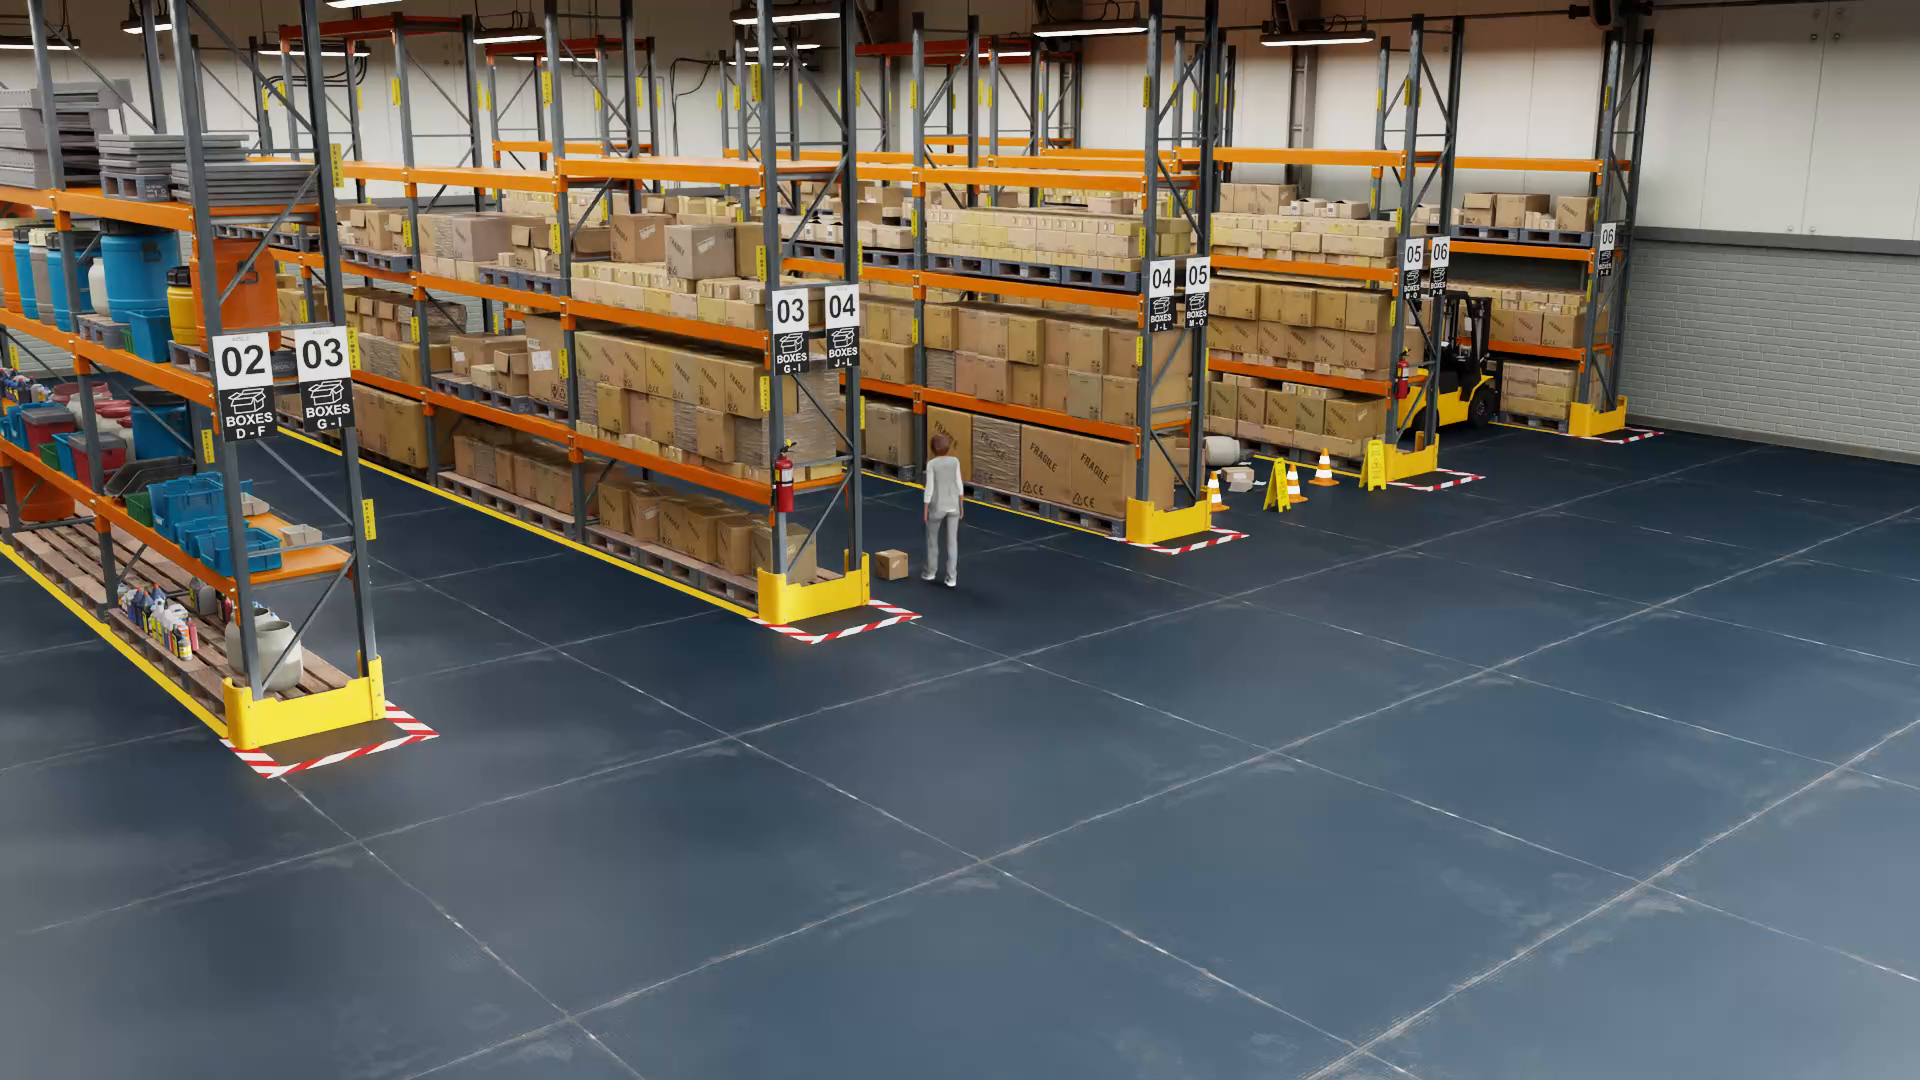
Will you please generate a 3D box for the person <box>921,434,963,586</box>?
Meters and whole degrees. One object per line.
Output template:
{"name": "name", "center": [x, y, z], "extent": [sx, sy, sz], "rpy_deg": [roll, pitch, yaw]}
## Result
{"name": "person", "center": [-0.207, -0.331, 17.287], "extent": [0.449, 1.592, 0.619], "rpy_deg": [-5, 15, -20]}
